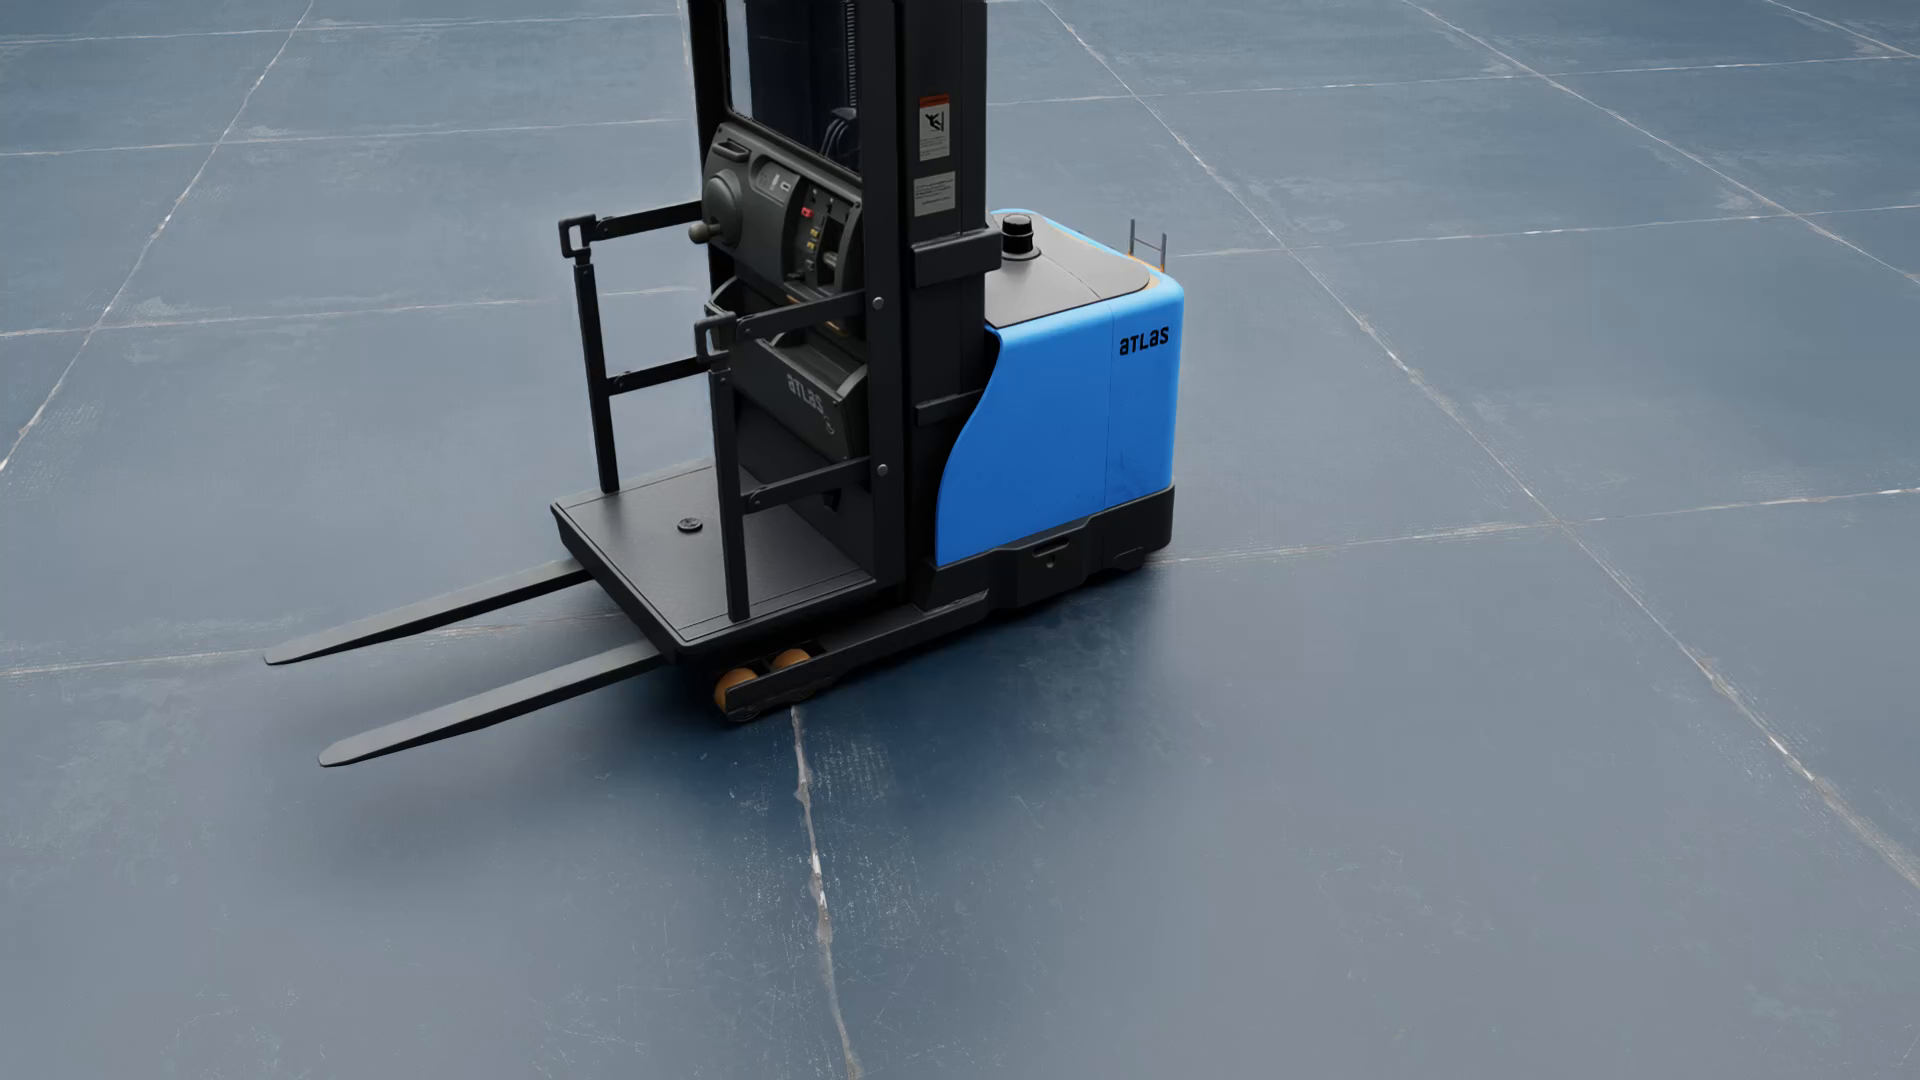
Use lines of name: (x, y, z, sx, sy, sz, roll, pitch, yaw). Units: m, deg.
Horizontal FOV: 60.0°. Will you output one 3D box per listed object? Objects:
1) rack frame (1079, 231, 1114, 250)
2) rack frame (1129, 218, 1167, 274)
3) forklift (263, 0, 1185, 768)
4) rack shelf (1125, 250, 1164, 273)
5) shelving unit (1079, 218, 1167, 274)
rack frame: (0.495, -0.641, 6.304, 0.008, 1.050, 0.200, -19, 35, -29)
rack frame: (0.698, -0.709, 6.420, 0.008, 1.050, 0.200, -19, 35, -29)
forklift: (-0.733, -0.994, 5.049, 3.031, 2.935, 1.130, -19, 35, -29)
rack shelf: (0.596, -0.910, 6.223, 0.240, 0.259, 0.215, -19, 35, -29)
shelving unit: (0.596, -0.675, 6.362, 0.252, 1.050, 0.215, -19, 35, -29)
